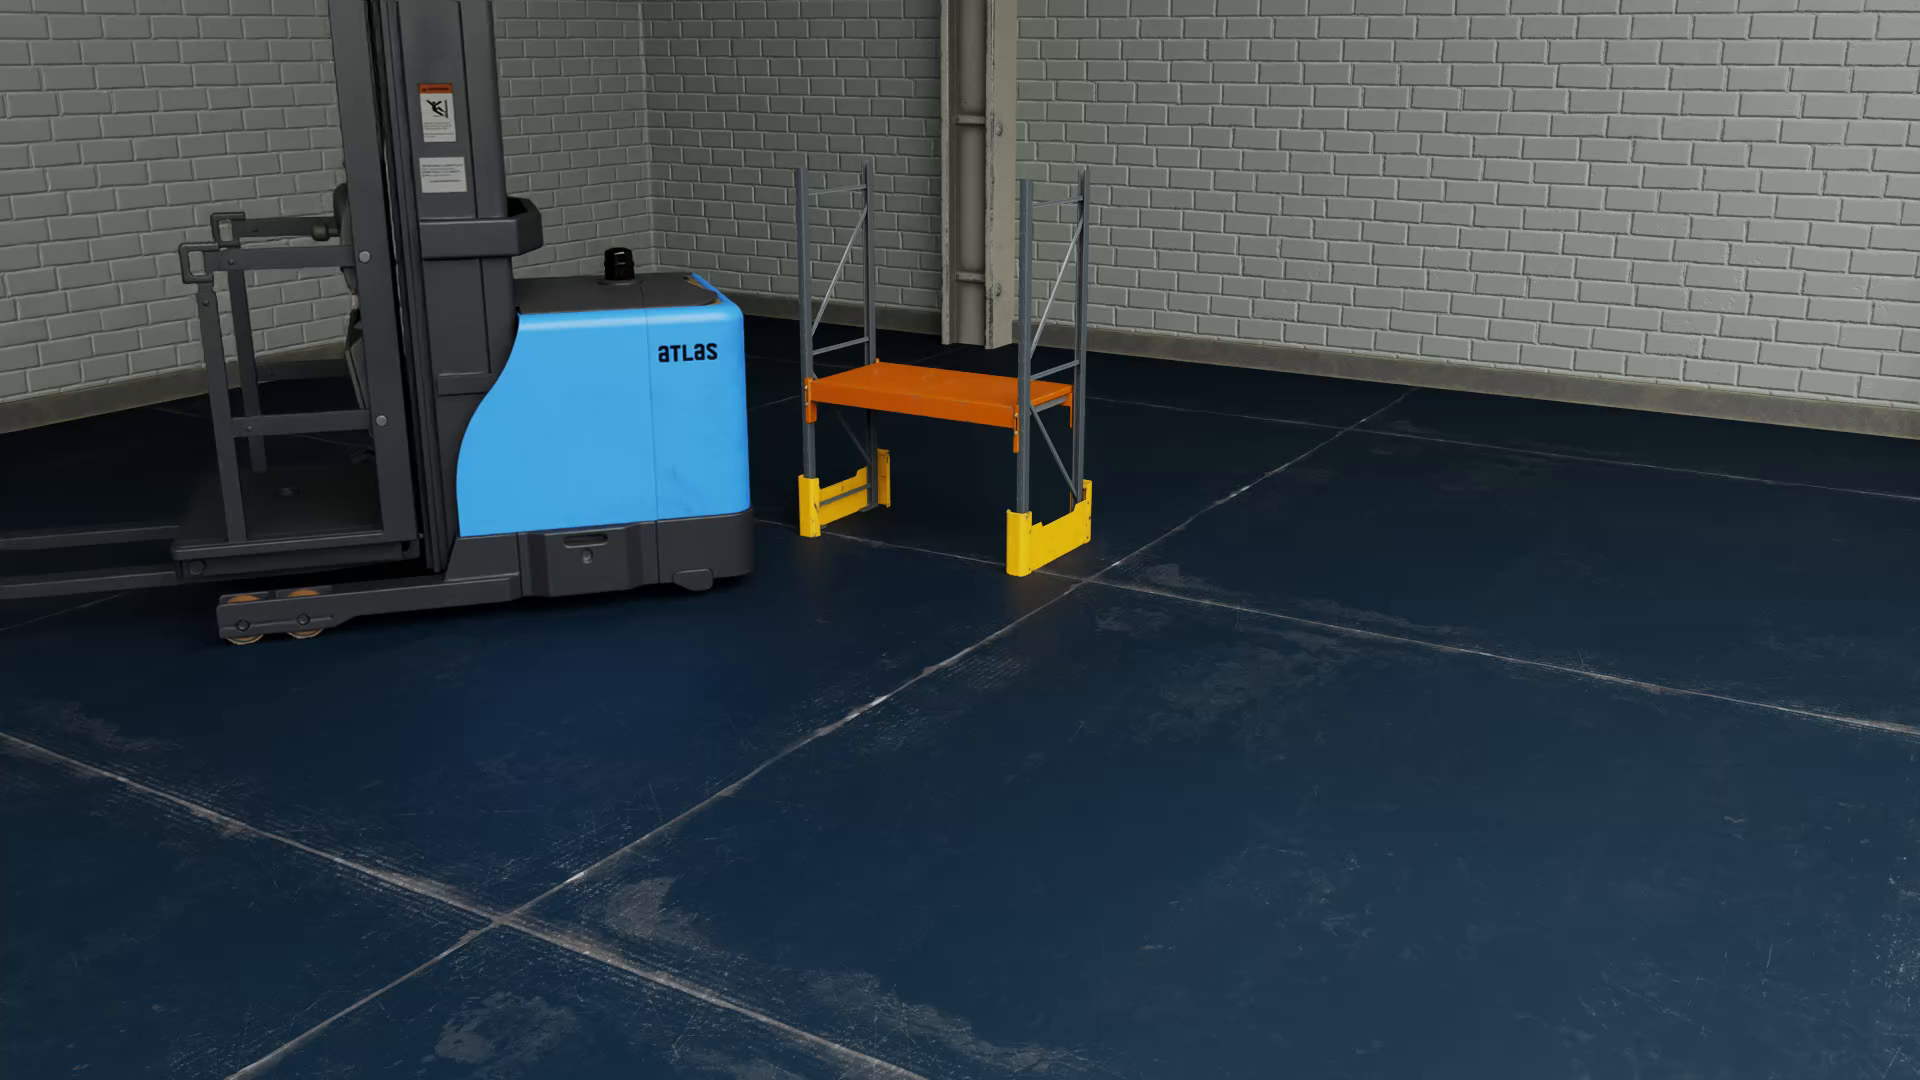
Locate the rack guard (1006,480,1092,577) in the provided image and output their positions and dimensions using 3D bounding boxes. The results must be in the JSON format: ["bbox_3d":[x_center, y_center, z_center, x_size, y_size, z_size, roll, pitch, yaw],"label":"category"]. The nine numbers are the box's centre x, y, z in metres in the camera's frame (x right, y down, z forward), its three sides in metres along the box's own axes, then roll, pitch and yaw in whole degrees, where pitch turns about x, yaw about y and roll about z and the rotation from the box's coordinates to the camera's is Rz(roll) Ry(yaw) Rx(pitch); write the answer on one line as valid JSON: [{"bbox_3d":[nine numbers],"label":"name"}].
[{"bbox_3d":[0.359,-0.055,6.634,0.087,0.250,0.587,10,20,30],"label":"rack guard"}]

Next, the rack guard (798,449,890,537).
[{"bbox_3d":[-0.489,-0.207,7.132,0.087,0.250,0.587,10,20,30],"label":"rack guard"}]

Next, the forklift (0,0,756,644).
[{"bbox_3d":[-2.345,-1.216,5.842,3.031,2.935,1.130,-5,18,-17],"label":"forklift"}]

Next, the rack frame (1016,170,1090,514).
[{"bbox_3d":[0.360,-0.653,6.451,0.032,1.500,0.500,10,20,30],"label":"rack frame"}]

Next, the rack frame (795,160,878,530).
[{"bbox_3d":[-0.506,-0.808,6.961,0.032,1.500,0.500,10,20,30],"label":"rack frame"}]

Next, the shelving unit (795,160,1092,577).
[{"bbox_3d":[-0.065,-0.729,6.701,1.083,1.500,0.587,10,20,30],"label":"shelving unit"}]

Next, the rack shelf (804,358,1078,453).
[{"bbox_3d":[-0.073,-0.558,6.758,1.000,0.185,0.538,10,20,30],"label":"rack shelf"}]

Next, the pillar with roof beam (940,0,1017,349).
[{"bbox_3d":[-2.133,-4.577,6.465,0.400,9.000,9.100,10,20,30],"label":"pillar with roof beam"}]
